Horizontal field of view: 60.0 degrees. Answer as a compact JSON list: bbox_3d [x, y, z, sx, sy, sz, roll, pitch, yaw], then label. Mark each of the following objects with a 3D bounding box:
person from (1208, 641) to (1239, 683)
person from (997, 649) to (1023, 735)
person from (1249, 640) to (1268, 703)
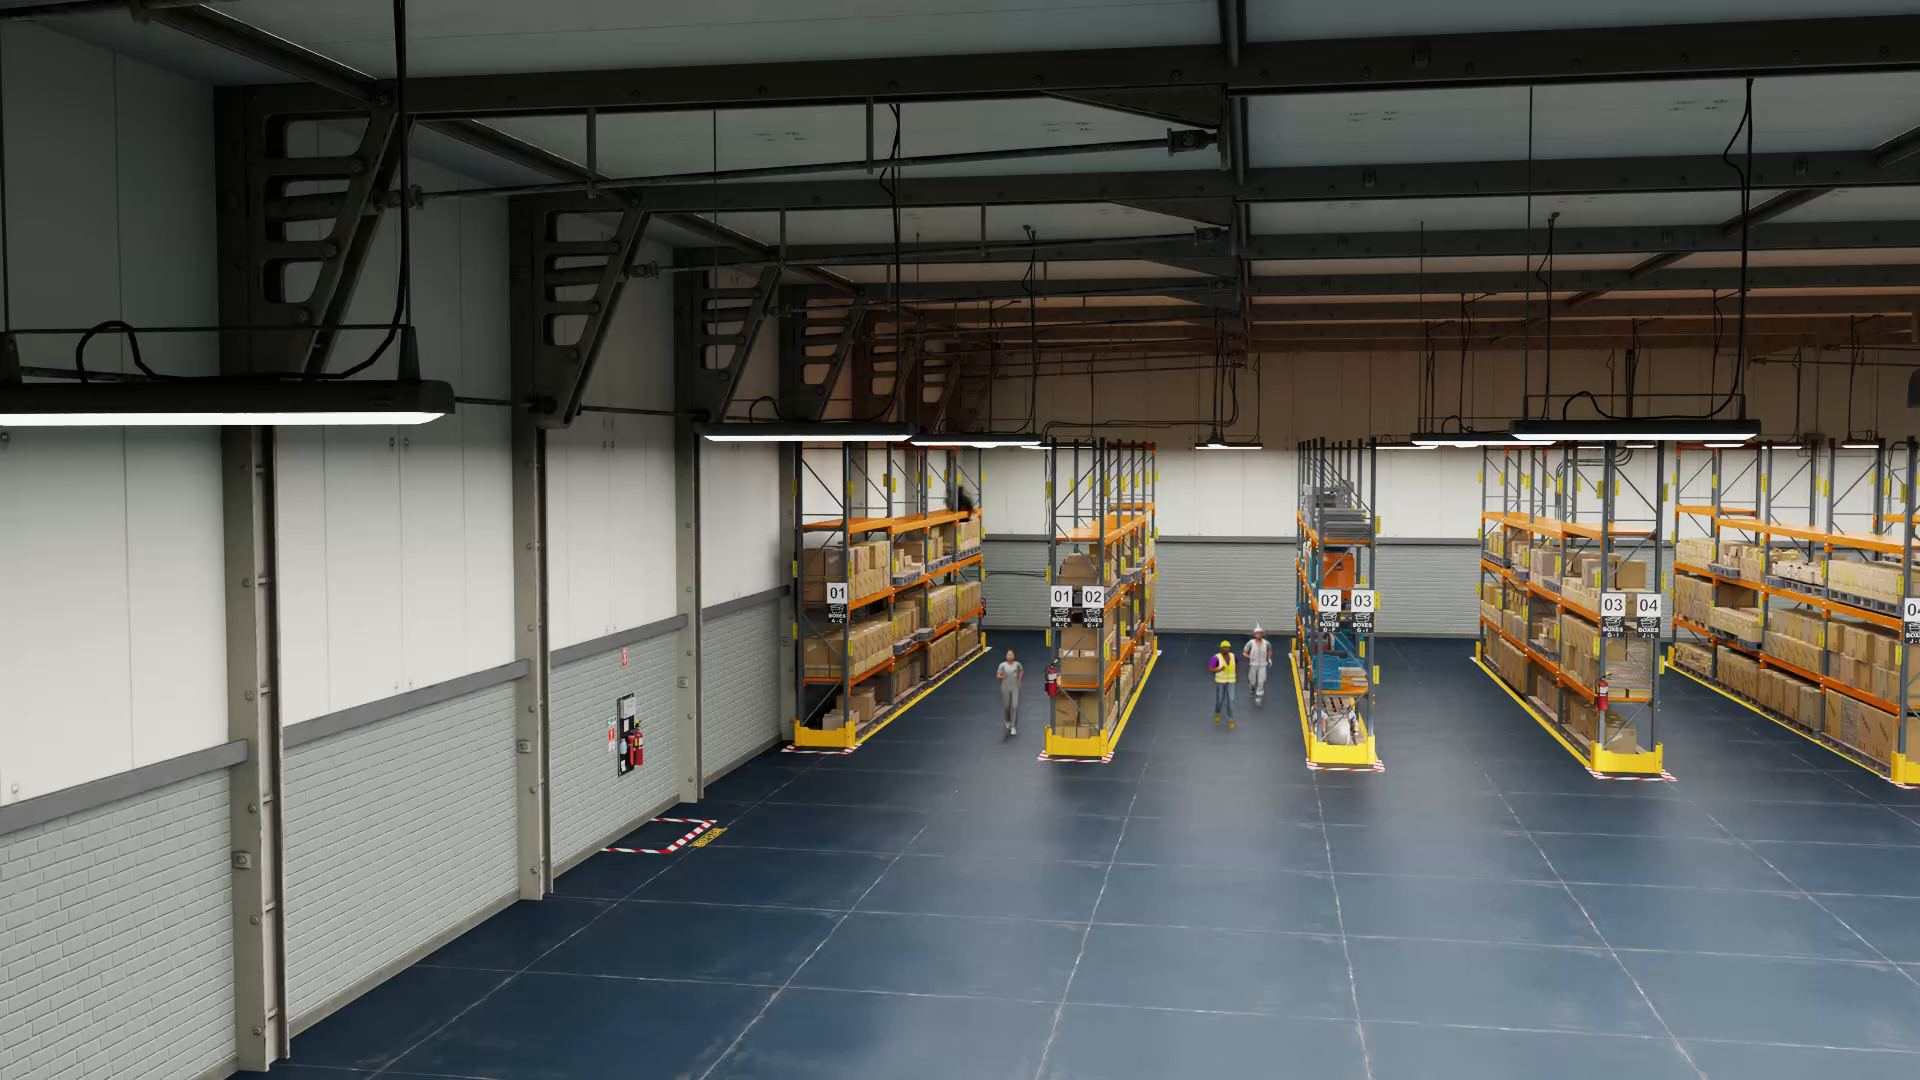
[{"bbox_3d":[5.503,2.541,34.510,0.721,0.901,0.653,0,3,-7],"label":"person"},{"bbox_3d":[1.023,3.065,33.908,0.559,1.686,0.884,0,3,-1],"label":"person"},{"bbox_3d":[6.735,2.957,37.612,0.431,1.435,0.627,0,3,2],"label":"person"}]
